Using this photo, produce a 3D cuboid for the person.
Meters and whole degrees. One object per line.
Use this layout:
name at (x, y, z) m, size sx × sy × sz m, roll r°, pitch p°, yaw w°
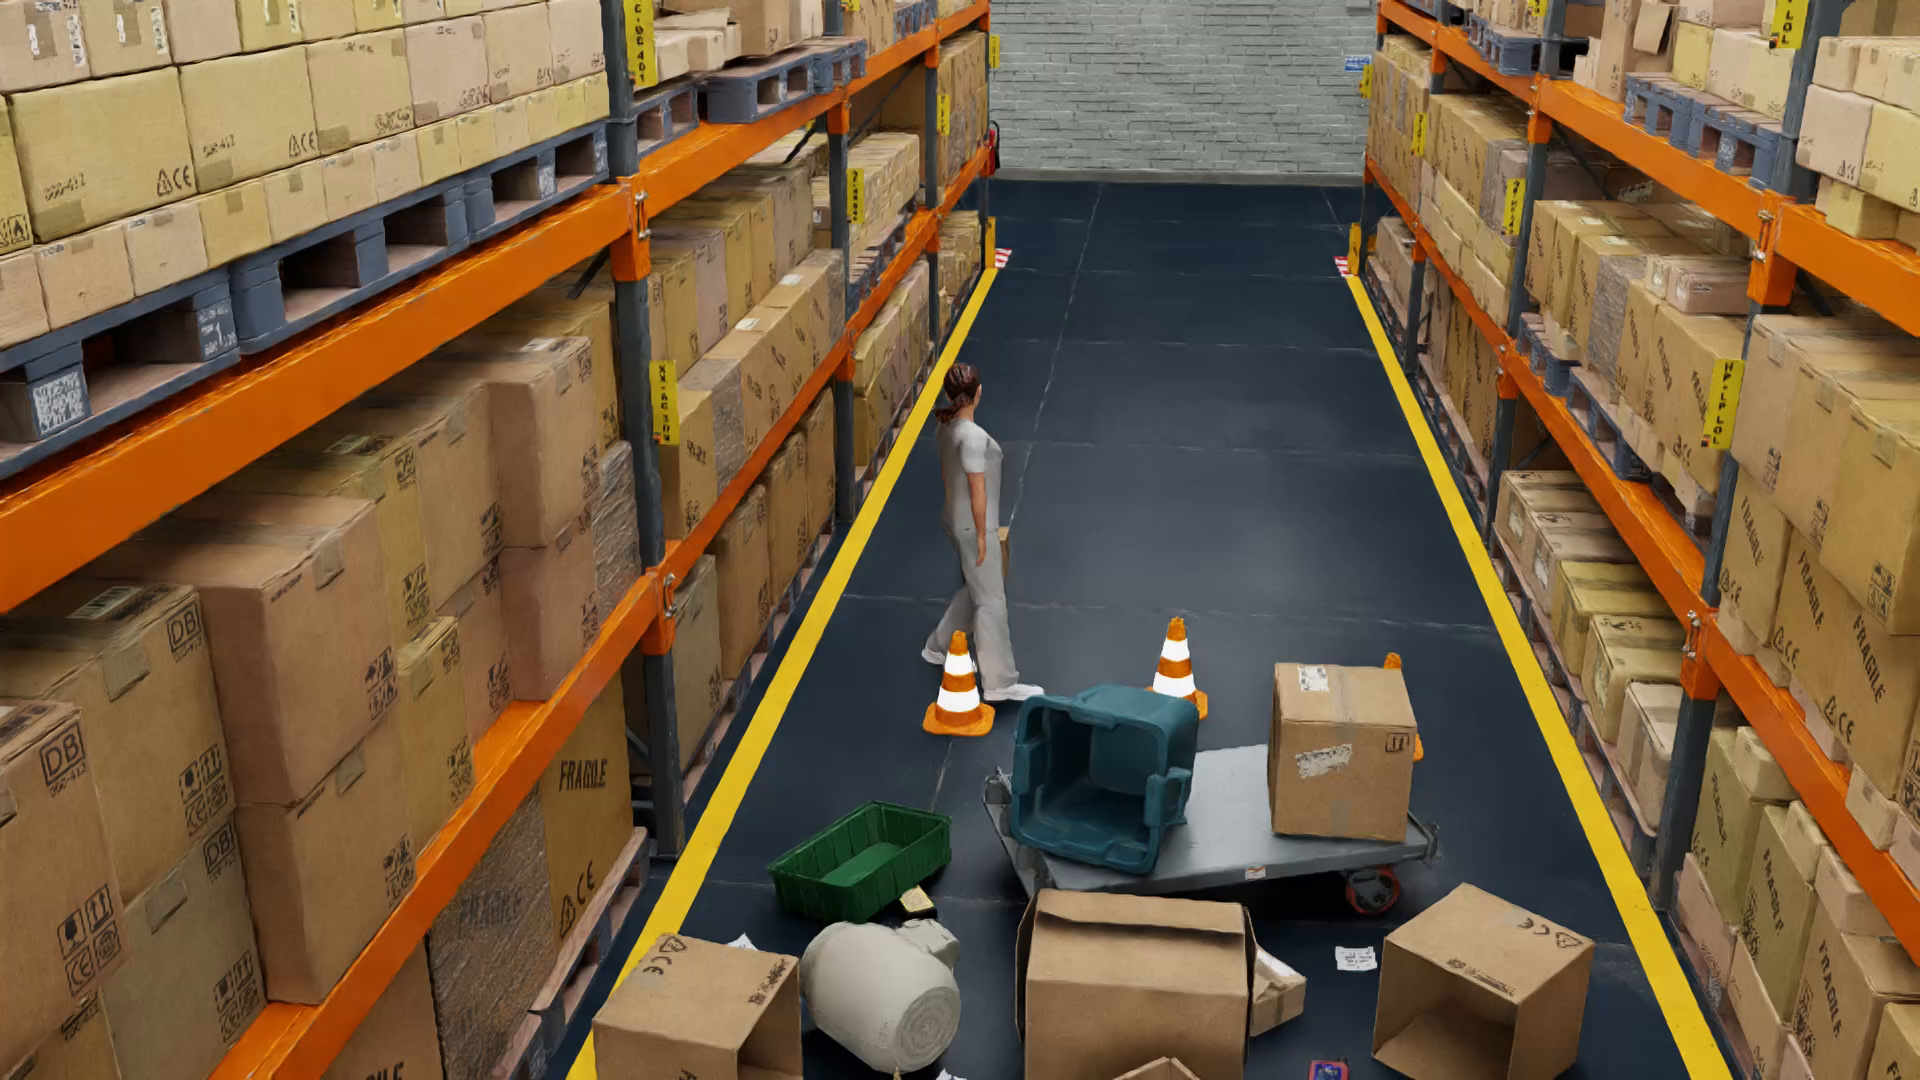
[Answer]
person at (0.100, -0.044, 8.200) m, size 0.486 × 1.642 × 0.640 m, roll -7°, pitch 22°, yaw -17°
